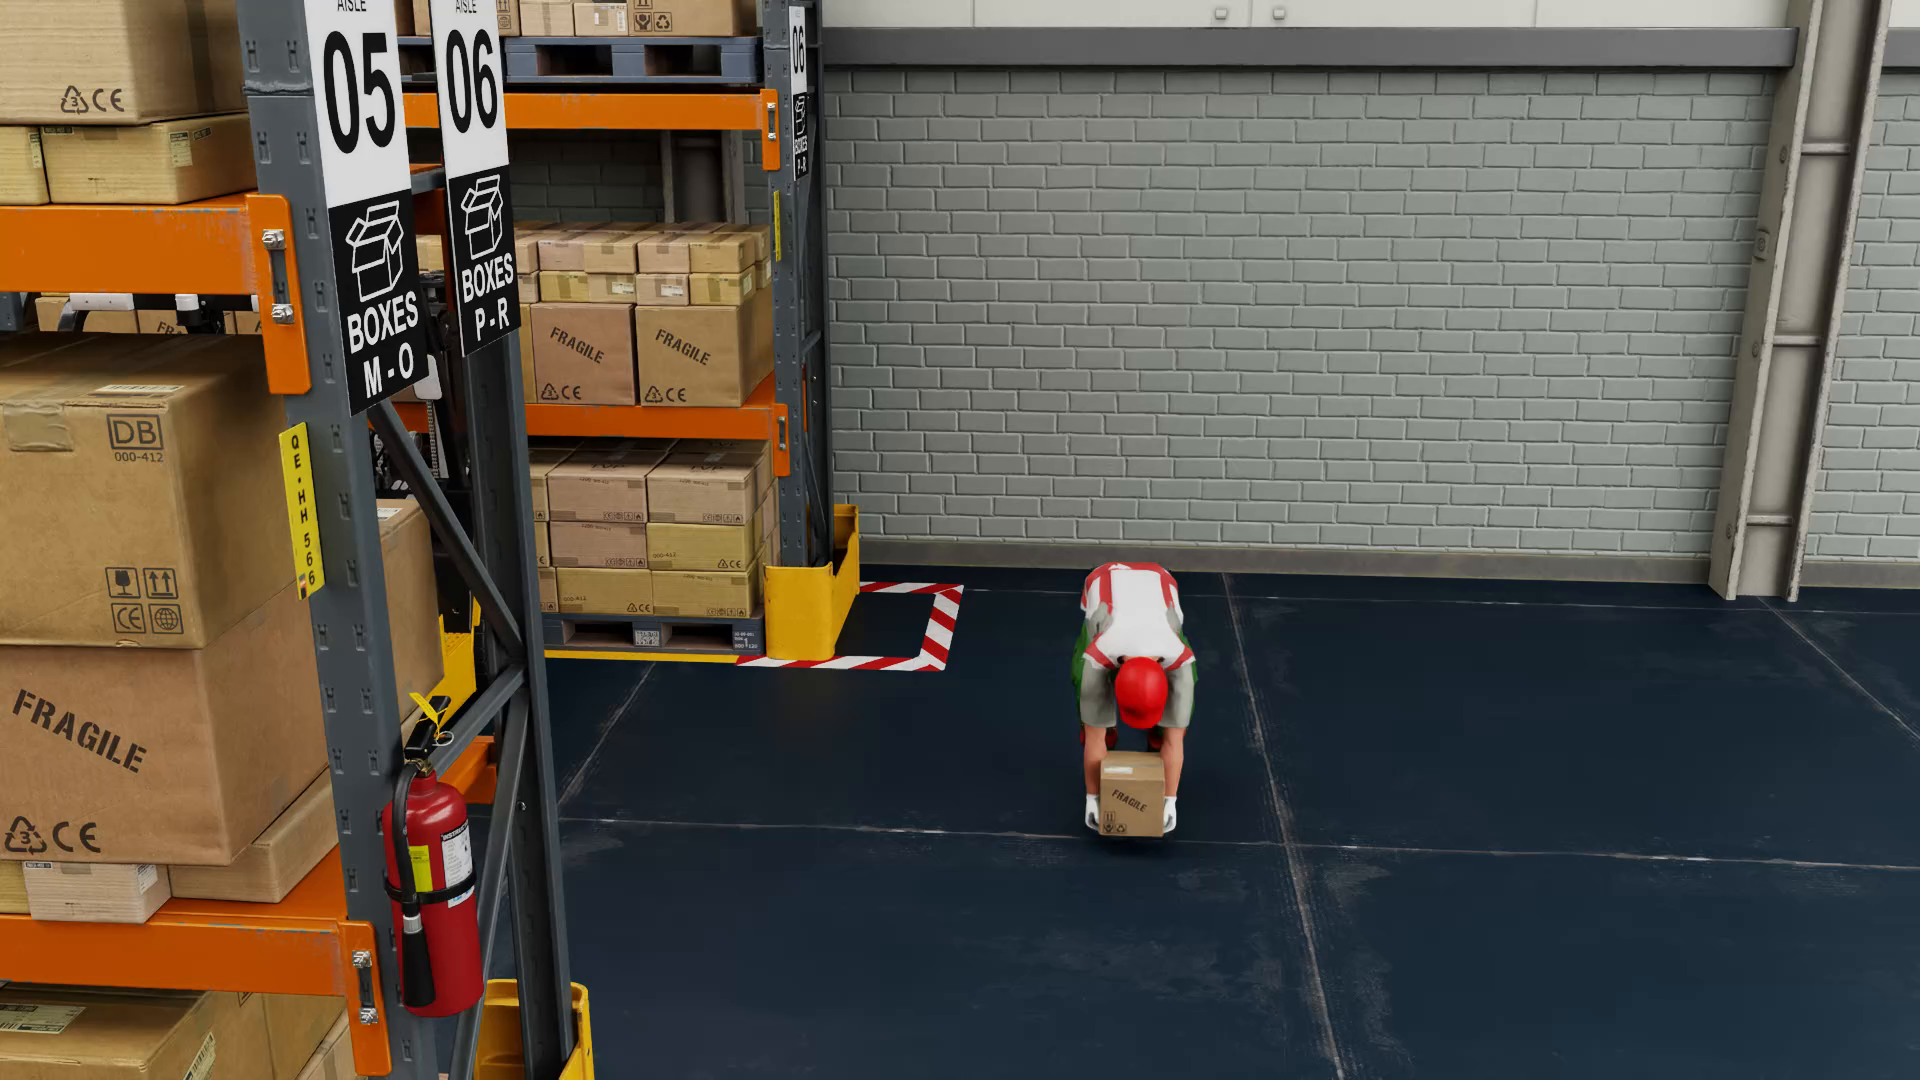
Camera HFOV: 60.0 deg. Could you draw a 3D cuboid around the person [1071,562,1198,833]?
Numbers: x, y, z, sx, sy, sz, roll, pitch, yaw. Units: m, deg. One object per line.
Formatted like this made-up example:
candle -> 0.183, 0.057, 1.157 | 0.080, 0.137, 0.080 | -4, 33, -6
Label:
person -> 0.714, 0.648, 6.752 | 0.524, 0.997, 0.941 | 0, 17, 1
